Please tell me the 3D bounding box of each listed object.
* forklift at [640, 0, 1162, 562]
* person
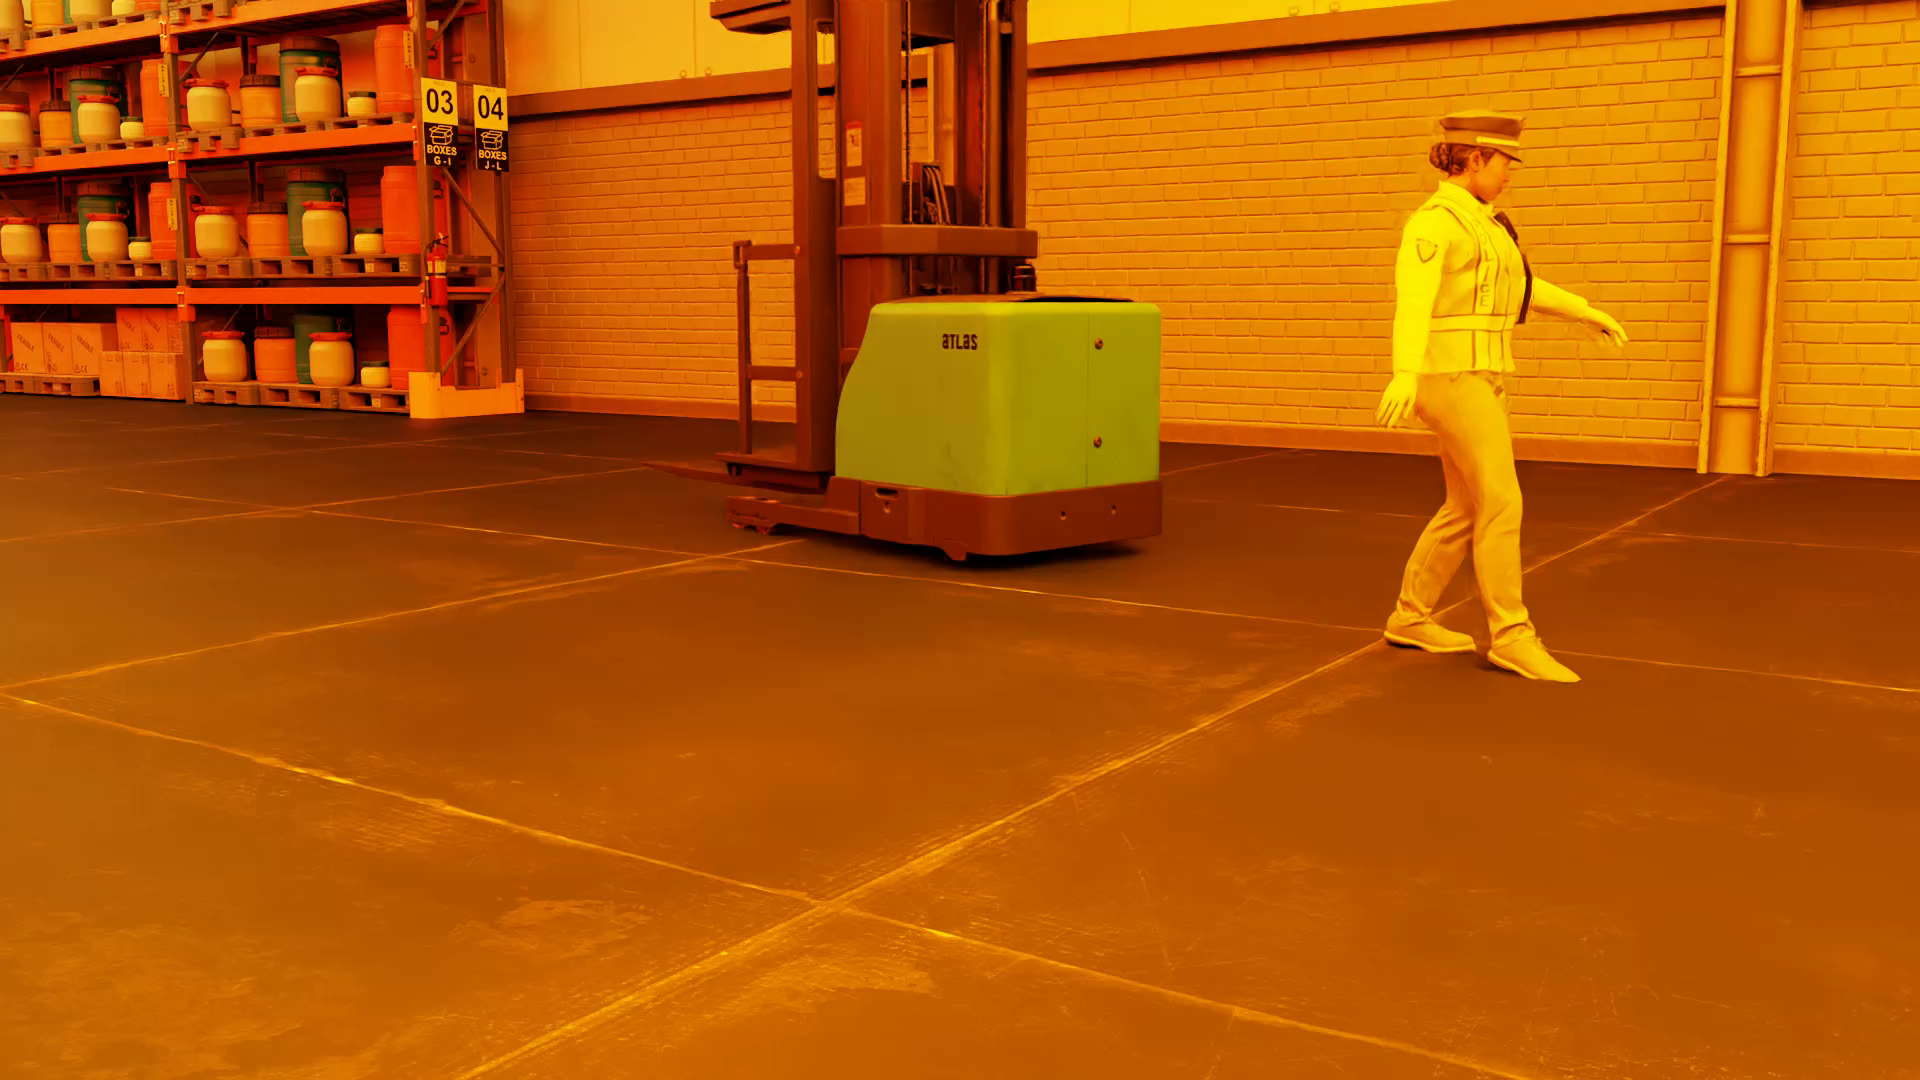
[{"bbox_3d":[-0.470,-1.519,7.875,1.130,2.935,3.031,-7,11,-41],"label":"forklift"},{"bbox_3d":[1.570,-0.427,4.923,0.658,1.672,0.919,6,10,35],"label":"person"}]
